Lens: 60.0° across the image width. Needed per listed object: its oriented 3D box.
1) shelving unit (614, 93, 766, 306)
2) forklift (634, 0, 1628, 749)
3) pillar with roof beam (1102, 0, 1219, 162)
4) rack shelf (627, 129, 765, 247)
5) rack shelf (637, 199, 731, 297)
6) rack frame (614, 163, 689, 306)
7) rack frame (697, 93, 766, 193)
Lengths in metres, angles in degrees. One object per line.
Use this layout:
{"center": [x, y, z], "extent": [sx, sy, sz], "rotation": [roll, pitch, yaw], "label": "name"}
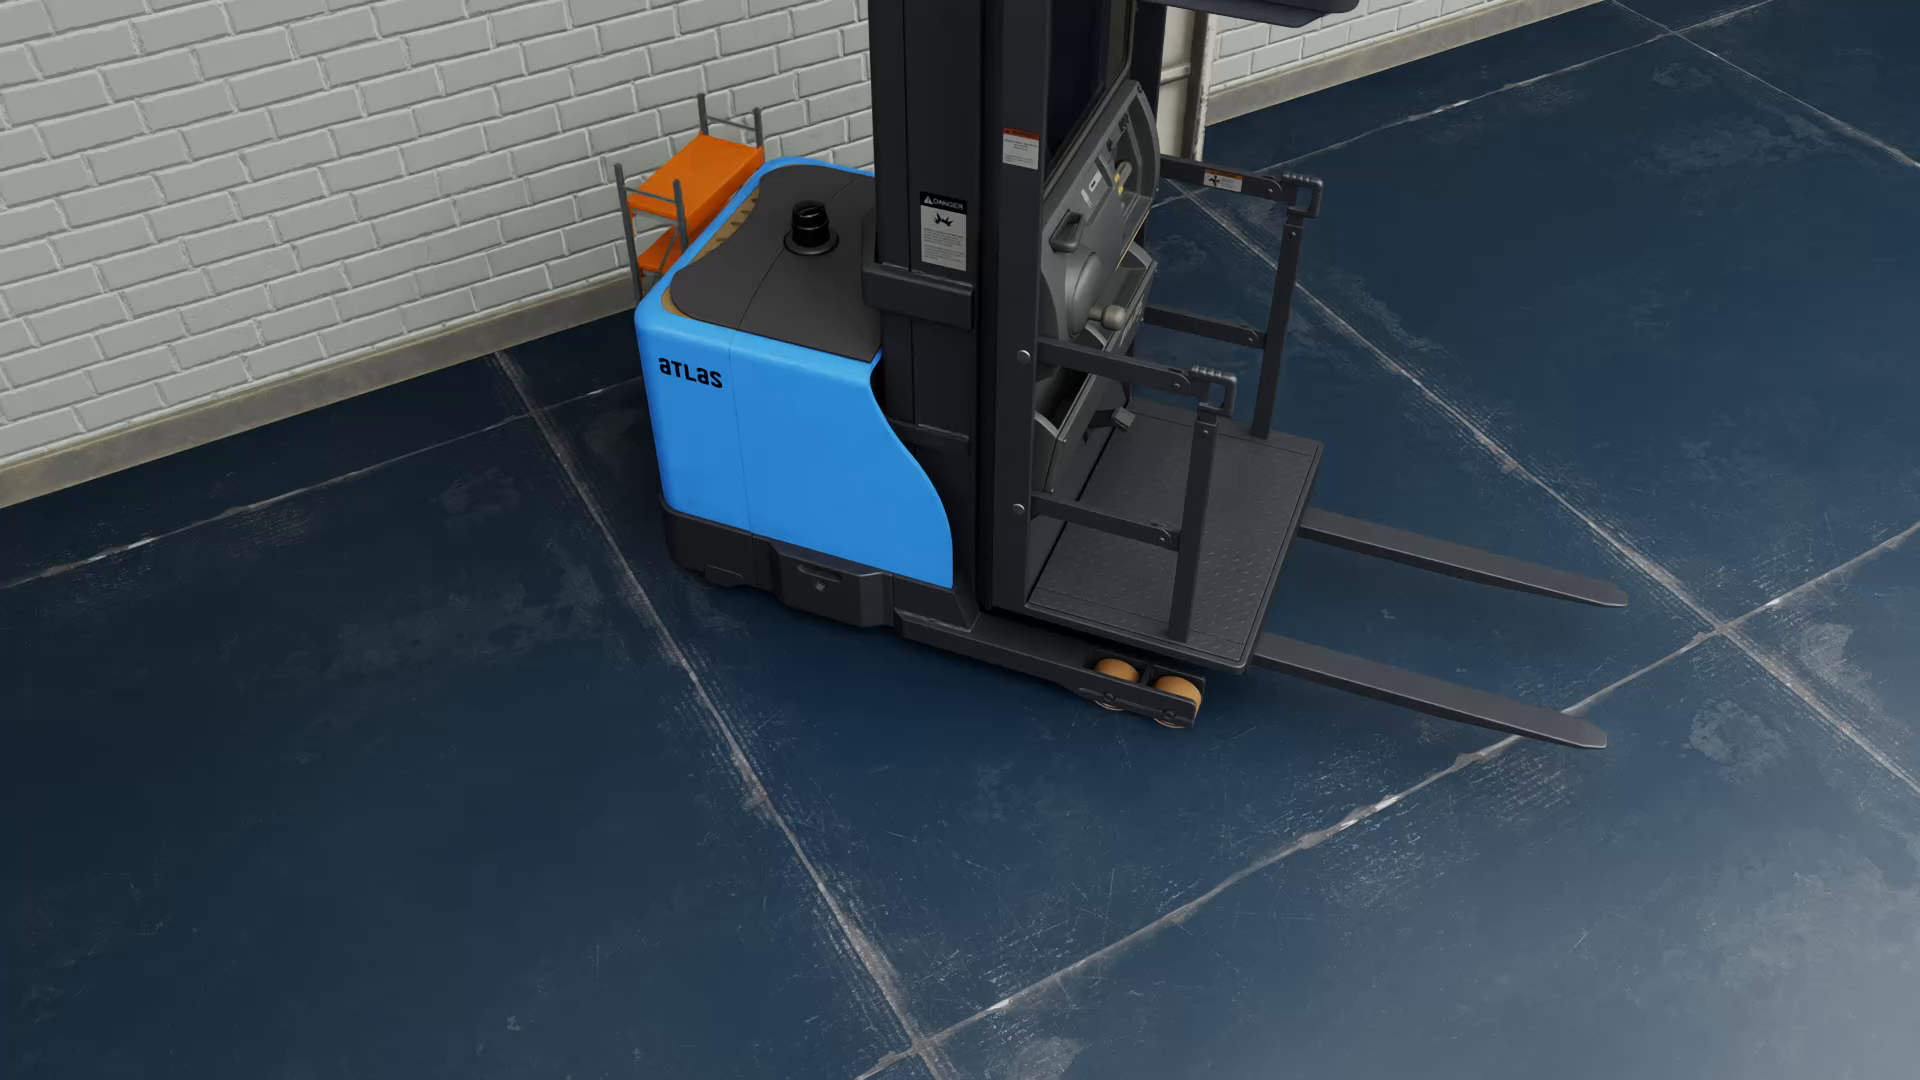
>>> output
{"center": [-0.876, -0.875, 5.790], "extent": [0.258, 1.200, 0.503], "rotation": [19, 47, 18], "label": "shelving unit"}
{"center": [0.582, -0.892, 4.565], "extent": [3.031, 2.935, 1.130], "rotation": [15, 46, 15], "label": "forklift"}
{"center": [2.986, -2.337, 1.697], "extent": [0.400, 9.000, 9.100], "rotation": [-22, 48, -21], "label": "pillar with roof beam"}
{"center": [-0.876, -1.157, 5.517], "extent": [0.258, 0.148, 0.480], "rotation": [19, 47, 18], "label": "rack shelf"}
{"center": [-0.876, -0.988, 5.681], "extent": [0.258, 0.148, 0.480], "rotation": [19, 47, 18], "label": "rack shelf"}
{"center": [-0.982, -0.722, 5.633], "extent": [0.240, 1.200, 0.015], "rotation": [19, 47, 18], "label": "rack frame"}
{"center": [-0.770, -1.028, 5.948], "extent": [0.240, 1.200, 0.015], "rotation": [19, 47, 18], "label": "rack frame"}
